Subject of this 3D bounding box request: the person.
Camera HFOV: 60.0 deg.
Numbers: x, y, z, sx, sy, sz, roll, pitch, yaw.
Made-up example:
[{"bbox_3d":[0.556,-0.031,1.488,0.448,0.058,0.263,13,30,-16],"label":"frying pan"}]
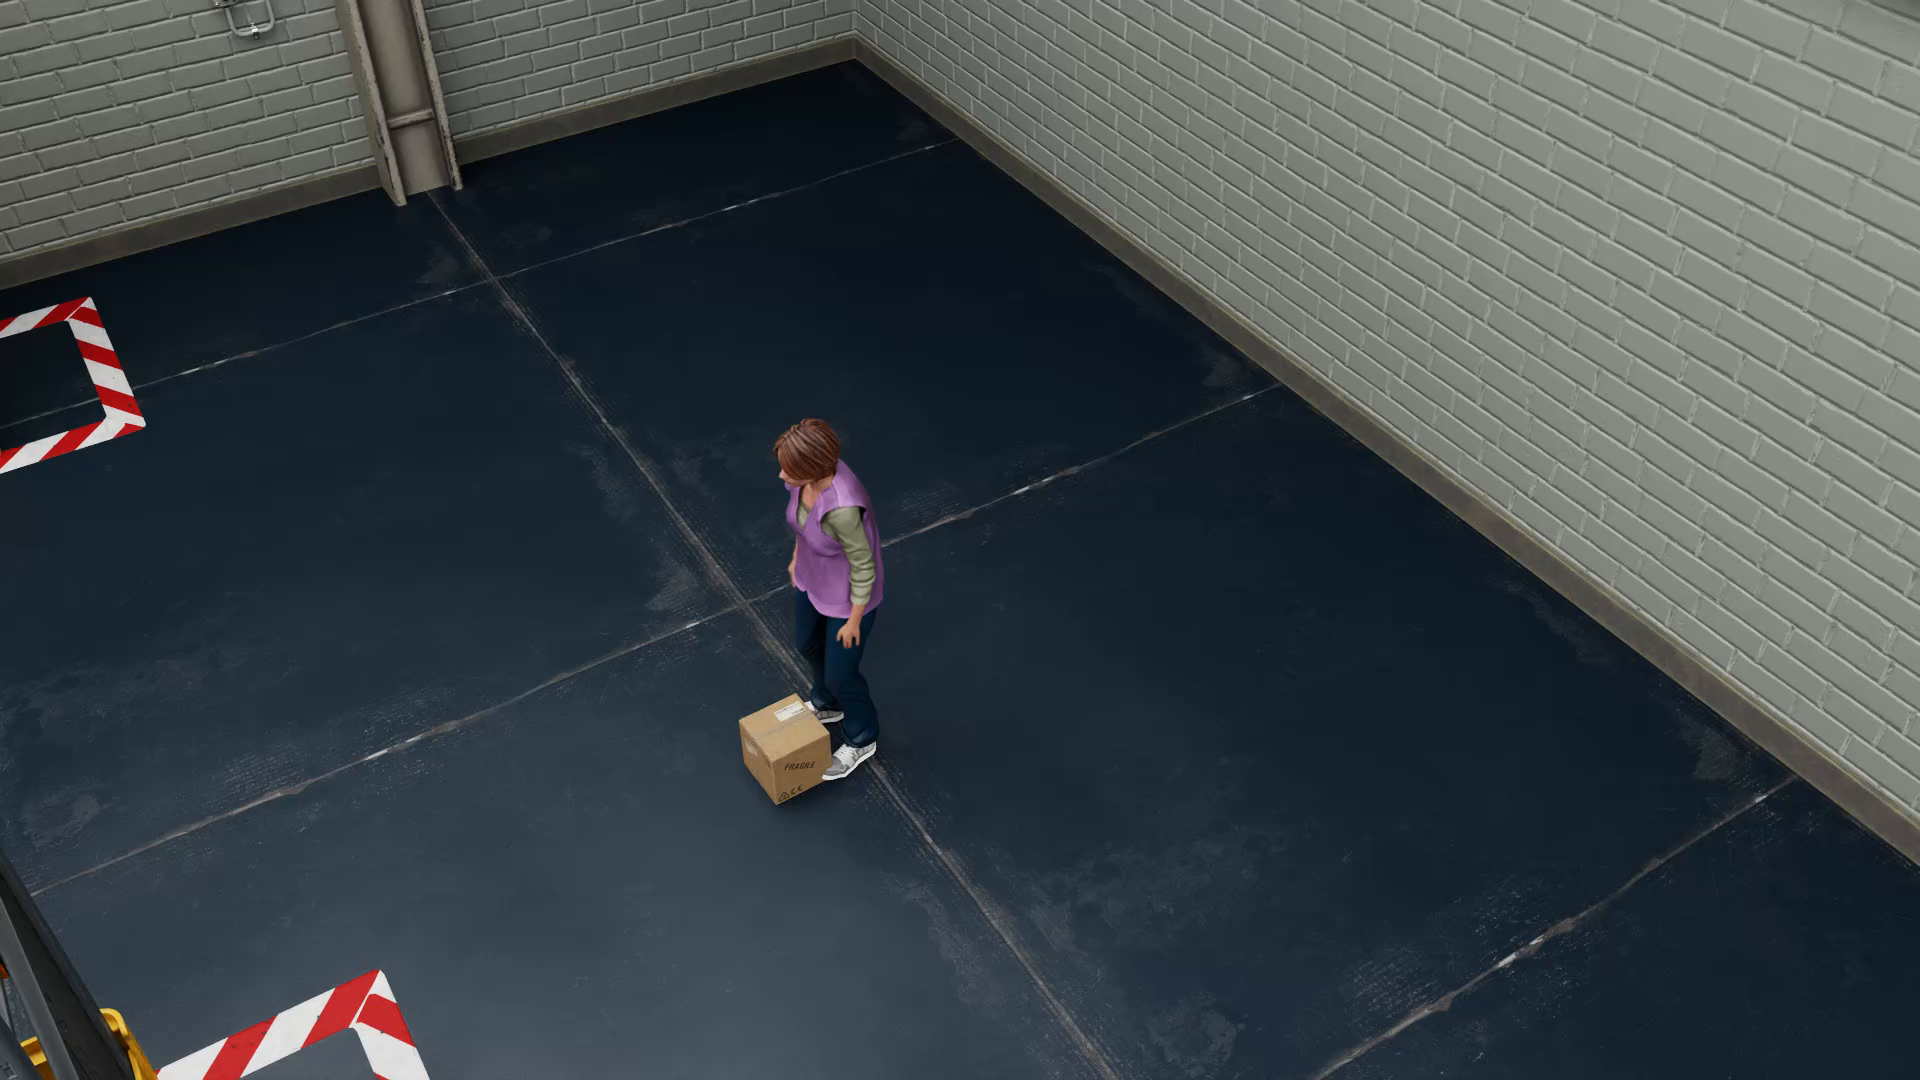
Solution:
[{"bbox_3d":[-0.460,0.193,5.949,0.345,1.591,0.459,-24,47,-24],"label":"person"}]
